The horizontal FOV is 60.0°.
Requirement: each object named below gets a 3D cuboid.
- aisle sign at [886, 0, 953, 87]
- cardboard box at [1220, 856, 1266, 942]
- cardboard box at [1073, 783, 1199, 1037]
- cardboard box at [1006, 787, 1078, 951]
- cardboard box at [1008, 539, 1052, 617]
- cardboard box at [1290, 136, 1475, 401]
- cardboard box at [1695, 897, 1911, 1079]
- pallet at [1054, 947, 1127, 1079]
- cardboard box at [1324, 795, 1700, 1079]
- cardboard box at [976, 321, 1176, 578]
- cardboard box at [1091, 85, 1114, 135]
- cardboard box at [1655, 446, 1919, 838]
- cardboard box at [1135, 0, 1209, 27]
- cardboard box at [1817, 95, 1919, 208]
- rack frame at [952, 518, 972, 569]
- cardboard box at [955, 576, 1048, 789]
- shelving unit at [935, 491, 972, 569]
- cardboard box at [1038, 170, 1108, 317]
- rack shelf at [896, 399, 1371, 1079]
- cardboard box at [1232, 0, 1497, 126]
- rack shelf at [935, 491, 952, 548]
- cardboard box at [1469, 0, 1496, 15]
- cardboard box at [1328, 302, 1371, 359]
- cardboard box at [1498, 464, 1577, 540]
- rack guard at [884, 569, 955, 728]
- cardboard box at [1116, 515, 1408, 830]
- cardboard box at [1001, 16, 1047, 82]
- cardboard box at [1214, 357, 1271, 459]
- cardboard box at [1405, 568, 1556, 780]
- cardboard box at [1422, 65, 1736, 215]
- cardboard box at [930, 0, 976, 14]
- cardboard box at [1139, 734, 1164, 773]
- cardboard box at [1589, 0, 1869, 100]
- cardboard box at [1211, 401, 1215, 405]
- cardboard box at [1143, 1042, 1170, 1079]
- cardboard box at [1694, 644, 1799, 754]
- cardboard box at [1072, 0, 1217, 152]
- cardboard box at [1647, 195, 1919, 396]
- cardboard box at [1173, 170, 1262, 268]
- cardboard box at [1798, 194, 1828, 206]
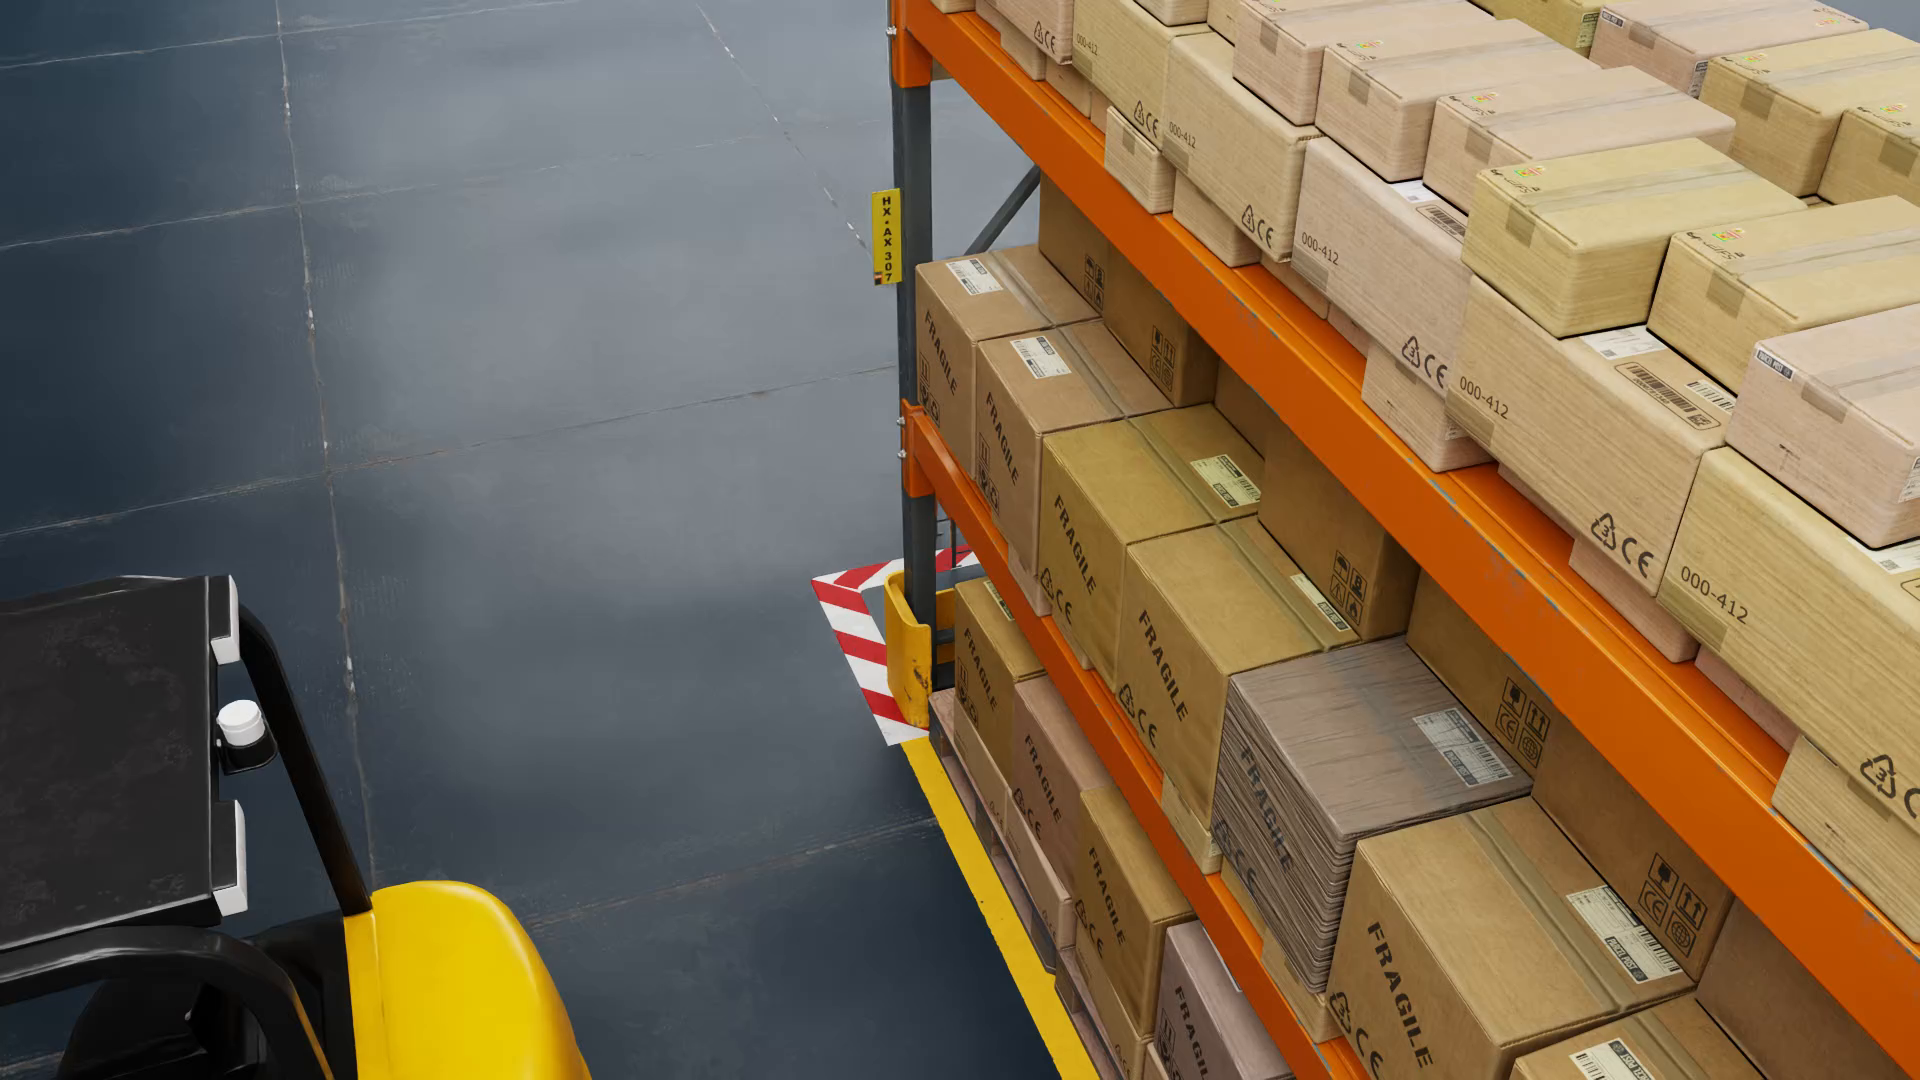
[{"bbox_3d":[-0.033,-1.743,4.911,0.394,0.787,0.004,-12,39,-16],"label":"aisle sign"},{"bbox_3d":[0.846,0.783,3.926,0.380,0.149,0.250,-13,39,-17],"label":"cardboard box"},{"bbox_3d":[0.655,1.003,4.739,0.500,0.500,0.500,-12,39,-15],"label":"cardboard box"},{"bbox_3d":[0.466,0.999,5.367,0.500,0.250,0.500,-11,38,-14],"label":"cardboard box"},{"bbox_3d":[0.361,0.060,4.886,0.380,0.149,0.250,-12,39,-15],"label":"cardboard box"},{"bbox_3d":[0.914,-0.502,2.807,0.500,0.250,0.500,-13,39,-17],"label":"cardboard box"},{"bbox_3d":[1.708,0.674,2.701,0.700,0.500,0.500,-13,39,-16],"label":"cardboard box"},{"bbox_3d":[0.968,1.577,4.981,1.003,0.211,1.213,-12,39,-16],"label":"pallet"},{"bbox_3d":[1.086,0.878,3.261,0.500,0.500,0.500,-11,38,-14],"label":"cardboard box"},{"bbox_3d":[0.363,-0.276,4.793,0.500,0.500,0.500,-11,38,-15],"label":"cardboard box"},{"bbox_3d":[0.525,-1.007,3.809,0.380,0.149,0.250,-14,39,-17],"label":"cardboard box"},{"bbox_3d":[1.250,0.074,2.043,0.500,0.250,0.500,-13,39,-16],"label":"cardboard box"},{"bbox_3d":[0.545,-1.173,3.366,0.380,0.149,0.250,-11,38,-15],"label":"cardboard box"},{"bbox_3d":[1.589,-0.582,2.583,0.380,0.149,0.250,-13,39,-16],"label":"cardboard box"},{"bbox_3d":[0.060,-0.320,6.803,0.200,1.050,0.008,-12,39,-16],"label":"rack frame"},{"bbox_3d":[0.306,0.423,5.508,0.500,0.500,0.500,-14,39,-17],"label":"cardboard box"},{"bbox_3d":[0.018,-0.389,6.894,0.215,1.050,0.252,-12,39,-16],"label":"shelving unit"},{"bbox_3d":[0.660,-1.049,4.988,0.700,0.500,0.500,-13,39,-17],"label":"cardboard box"},{"bbox_3d":[0.967,0.683,4.448,1.077,0.370,4.000,-12,39,-16],"label":"rack shelf"},{"bbox_3d":[0.718,-0.881,2.979,0.380,0.149,0.250,-12,39,-15],"label":"cardboard box"},{"bbox_3d":[0.018,-0.159,7.068,0.215,0.259,0.240,-12,39,-16],"label":"rack shelf"},{"bbox_3d":[1.232,-1.161,3.352,0.380,0.149,0.250,-11,38,-15],"label":"cardboard box"},{"bbox_3d":[0.910,-0.436,3.051,0.380,0.149,0.250,-12,39,-15],"label":"cardboard box"},{"bbox_3d":[1.103,-0.141,2.660,0.380,0.149,0.250,-14,39,-17],"label":"cardboard box"},{"bbox_3d":[0.305,0.307,6.427,1.175,0.500,0.348,-12,39,-16],"label":"rack guard"},{"bbox_3d":[0.722,0.297,4.032,0.500,0.500,0.500,-13,39,-17],"label":"cardboard box"},{"bbox_3d":[0.322,-1.291,4.186,0.380,0.149,0.250,-11,38,-15],"label":"cardboard box"},{"bbox_3d":[1.099,-0.495,4.252,0.700,0.500,0.500,-13,39,-16],"label":"cardboard box"},{"bbox_3d":[1.405,0.091,3.474,0.700,0.500,0.500,-13,39,-17],"label":"cardboard box"},{"bbox_3d":[0.969,-0.610,2.620,0.380,0.149,0.250,-13,39,-17],"label":"cardboard box"},{"bbox_3d":[0.088,-1.577,4.567,0.380,0.149,0.250,-12,39,-16],"label":"cardboard box"},{"bbox_3d":[0.692,0.491,4.314,0.380,0.149,0.250,-13,39,-17],"label":"cardboard box"},{"bbox_3d":[1.354,-0.861,2.953,0.380,0.149,0.250,-13,39,-17],"label":"cardboard box"},{"bbox_3d":[0.893,-0.360,4.904,0.500,0.500,0.500,-12,39,-16],"label":"cardboard box"},{"bbox_3d":[0.837,1.591,4.581,0.500,0.250,0.500,-12,39,-15],"label":"cardboard box"},{"bbox_3d":[1.256,0.152,2.271,0.380,0.149,0.250,-12,39,-15],"label":"cardboard box"},{"bbox_3d":[0.567,-1.079,3.573,0.500,0.250,0.500,-11,38,-15],"label":"cardboard box"},{"bbox_3d":[1.175,-0.321,2.236,0.380,0.149,0.250,-12,38,-15],"label":"cardboard box"},{"bbox_3d":[0.666,-0.708,3.412,0.380,0.149,0.250,-13,39,-17],"label":"cardboard box"},{"bbox_3d":[1.415,-0.612,2.954,0.500,0.250,0.500,-12,39,-16],"label":"cardboard box"}]
